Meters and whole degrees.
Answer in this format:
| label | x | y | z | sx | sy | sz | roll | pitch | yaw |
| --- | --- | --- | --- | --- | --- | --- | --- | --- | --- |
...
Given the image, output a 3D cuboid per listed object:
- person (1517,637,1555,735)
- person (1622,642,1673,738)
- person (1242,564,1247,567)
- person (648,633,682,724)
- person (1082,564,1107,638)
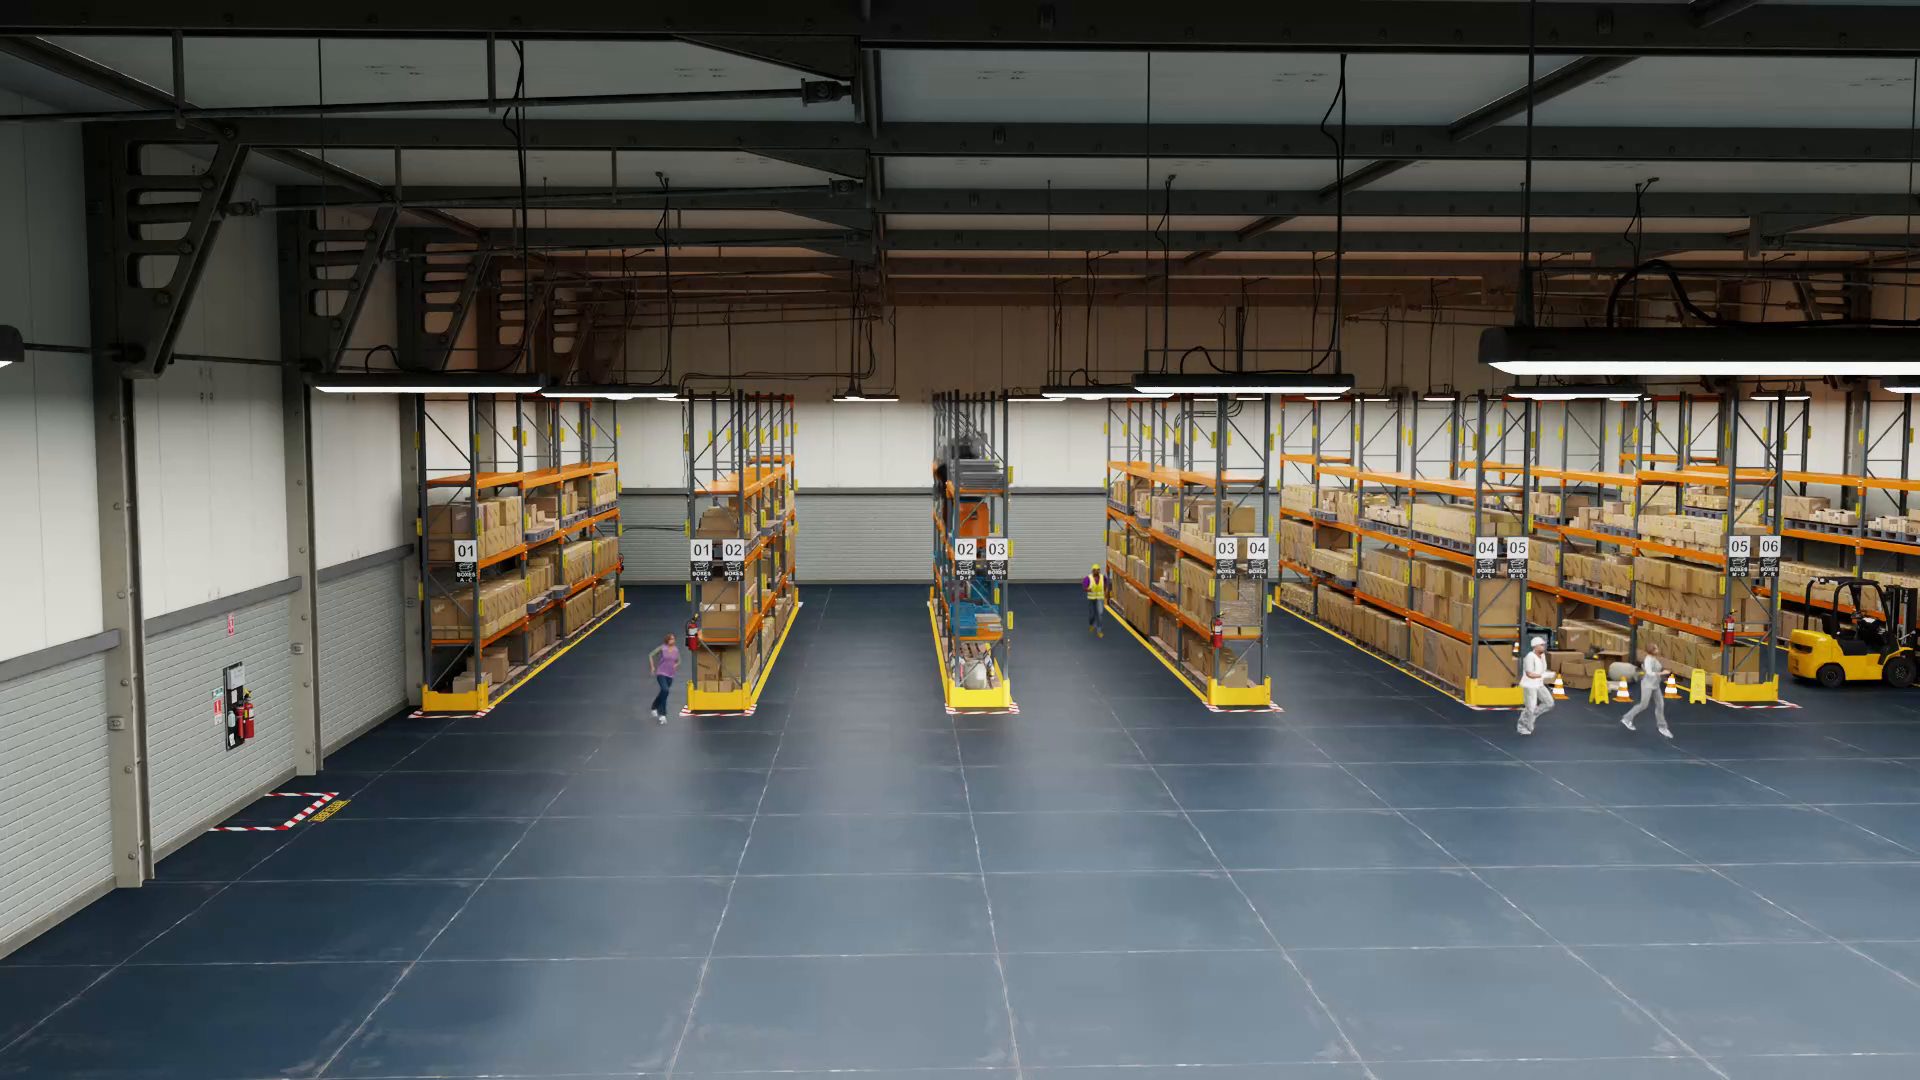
| label | x | y | z | sx | sy | sz | roll | pitch | yaw |
| --- | --- | --- | --- | --- | --- | --- | --- | --- | --- |
| person | 9.907 | 2.515 | 28.560 | 0.726 | 1.724 | 0.728 | -4 | 6 | -43 |
| person | 11.912 | 2.568 | 28.754 | 0.845 | 1.627 | 0.528 | 4 | 6 | 44 |
| person | 7.909 | 1.065 | 46.532 | 0.707 | 1.734 | 0.681 | 0 | 5 | 3 |
| person | -5.326 | 2.476 | 30.155 | 0.555 | 1.581 | 0.756 | -4 | 6 | -38 |
| person | 3.338 | 1.478 | 41.140 | 0.640 | 1.796 | 0.890 | 0 | 5 | 0 |
